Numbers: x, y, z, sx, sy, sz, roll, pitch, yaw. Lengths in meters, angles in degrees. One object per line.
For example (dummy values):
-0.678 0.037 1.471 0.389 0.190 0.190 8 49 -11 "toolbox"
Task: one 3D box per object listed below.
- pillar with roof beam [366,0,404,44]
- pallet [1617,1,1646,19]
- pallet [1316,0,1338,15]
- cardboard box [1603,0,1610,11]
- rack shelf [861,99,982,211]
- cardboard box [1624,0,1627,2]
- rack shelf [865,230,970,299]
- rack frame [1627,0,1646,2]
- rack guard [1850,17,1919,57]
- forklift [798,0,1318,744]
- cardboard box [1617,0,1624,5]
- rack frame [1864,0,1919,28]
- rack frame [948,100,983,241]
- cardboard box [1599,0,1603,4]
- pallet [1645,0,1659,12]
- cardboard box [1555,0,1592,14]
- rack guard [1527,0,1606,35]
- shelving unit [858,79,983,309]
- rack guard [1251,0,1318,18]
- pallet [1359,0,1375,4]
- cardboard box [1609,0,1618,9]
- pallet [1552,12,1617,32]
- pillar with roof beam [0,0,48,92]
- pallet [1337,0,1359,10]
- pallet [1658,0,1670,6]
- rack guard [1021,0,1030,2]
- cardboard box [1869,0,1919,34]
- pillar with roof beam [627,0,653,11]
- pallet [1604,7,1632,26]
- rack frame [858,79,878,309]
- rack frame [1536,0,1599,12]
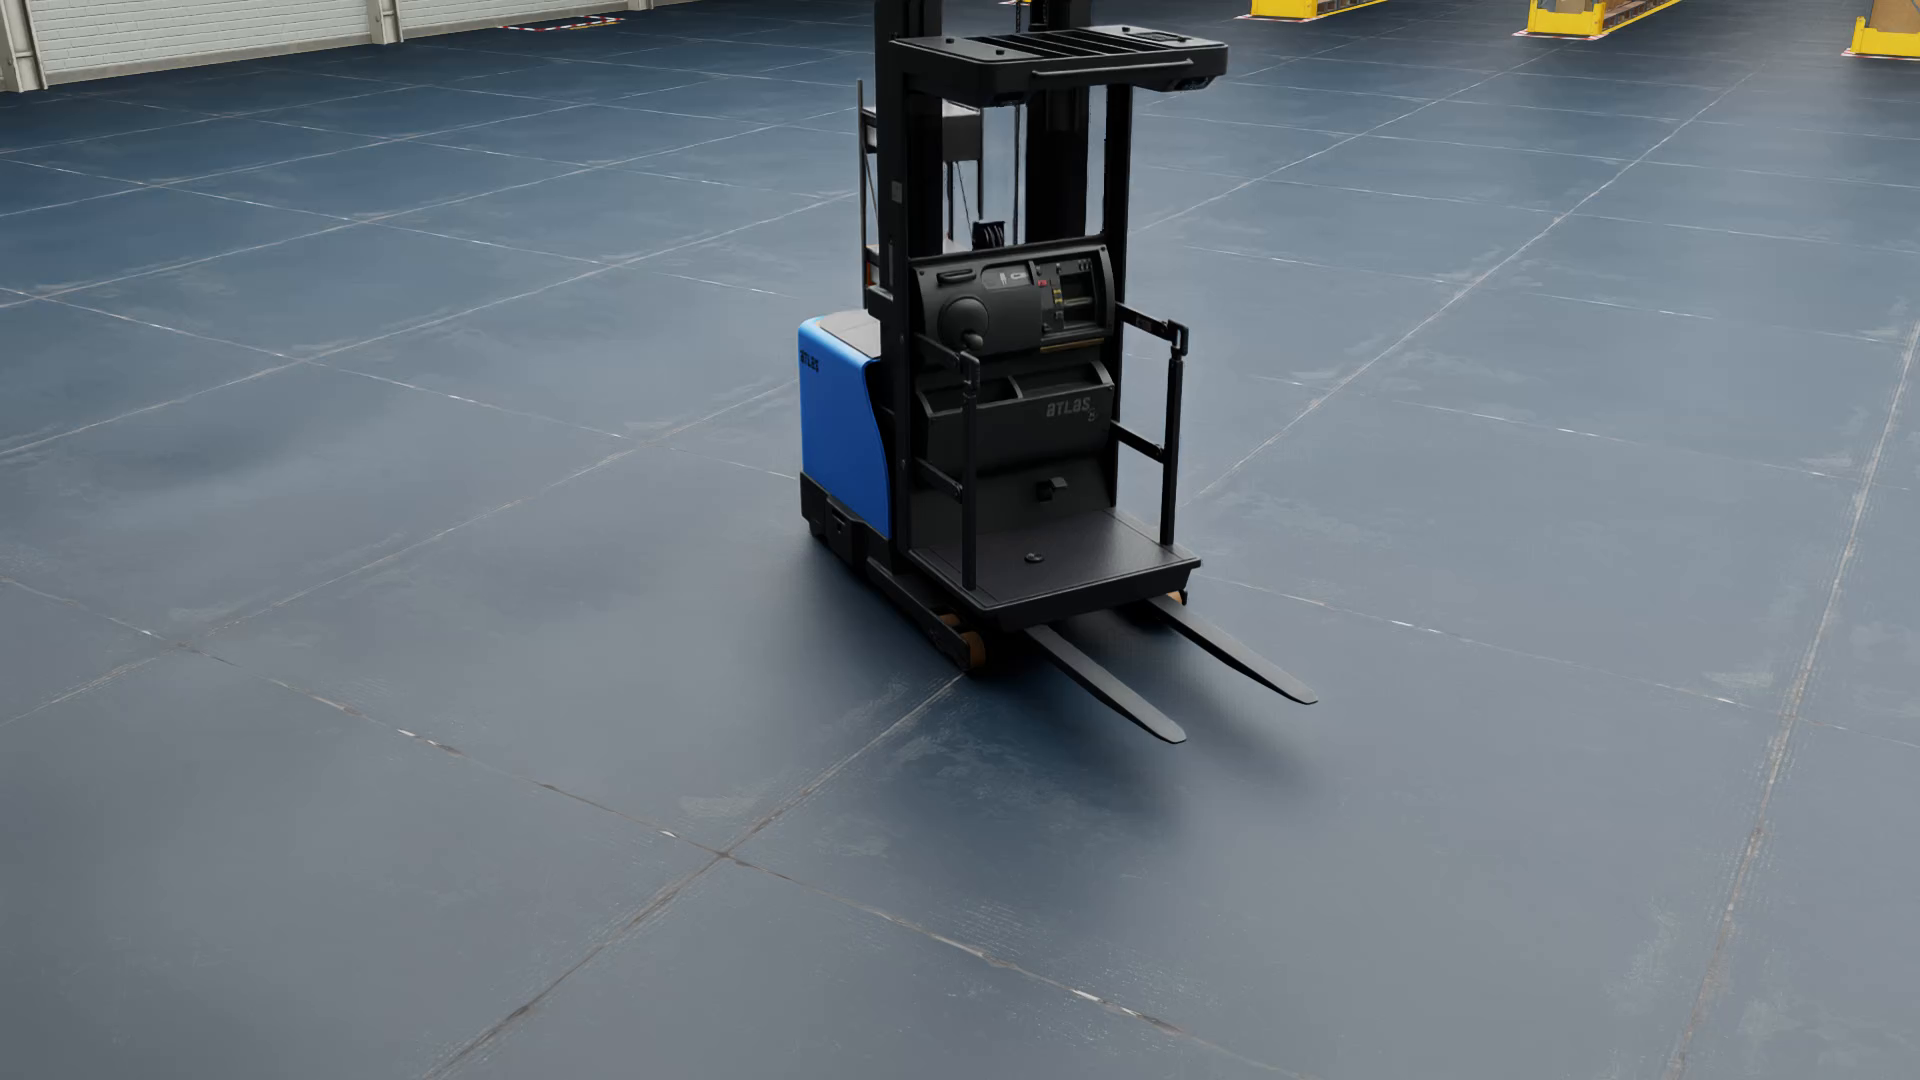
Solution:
-5.542 -11.223 22.848 9.100 9.000 0.400 14 27 29 "pillar with roof beam"
11.906 -9.727 30.453 1.003 0.211 1.213 14 27 29 "pallet"
6.346 -9.958 30.986 1.003 0.211 1.213 14 27 29 "pallet"
11.097 -9.560 29.175 0.500 0.500 0.500 17 29 34 "cardboard box"
-0.196 -1.920 8.315 0.480 0.518 0.431 -10 25 -23 "rack shelf"
11.986 -10.160 30.561 0.500 0.500 0.500 13 27 27 "cardboard box"
-0.196 -1.278 8.593 0.480 0.518 0.431 -10 25 -23 "rack shelf"
12.231 -11.241 30.440 1.000 3.000 0.127 14 27 29 "rack frame"
14.268 -7.662 25.320 1.175 0.500 0.348 14 27 29 "rack guard"
0.345 -1.000 6.870 1.130 2.935 3.031 -12 26 -26 "forklift"
11.690 -9.965 30.111 0.500 0.500 0.500 -18 29 -36 "cardboard box"
14.281 -8.817 24.842 1.000 3.000 0.127 14 27 29 "rack frame"
0.025 -1.331 8.682 0.015 2.100 0.400 -10 25 -23 "rack frame"
10.750 -9.353 28.696 0.500 0.500 0.500 -20 31 -39 "cardboard box"
12.640 -10.224 31.602 1.003 0.211 1.213 14 27 29 "pallet"
10.464 -9.144 28.214 0.500 0.500 0.500 20 30 38 "cardboard box"
10.161 -8.769 27.877 1.175 0.500 0.348 14 27 29 "rack guard"
-0.196 -1.290 8.588 0.503 2.100 0.431 -10 25 -23 "shelving unit"
5.913 -9.817 30.298 1.175 0.500 0.348 14 27 29 "rack guard"
7.633 -10.781 32.888 1.003 0.211 1.213 14 27 29 "pallet"
11.429 -9.739 29.589 0.500 0.500 0.500 11 26 24 "cardboard box"
10.619 -8.904 28.551 1.003 0.211 1.213 14 27 29 "pallet"
-8.707 -9.198 18.170 9.100 9.000 0.400 14 27 29 "pillar with roof beam"
6.990 -10.368 31.933 1.003 0.211 1.213 14 27 29 "pallet"
13.283 -10.638 32.557 1.003 0.211 1.213 14 27 29 "pallet"
1.694 -10.813 32.598 1.175 0.500 0.348 14 27 29 "rack guard"
14.583 -8.278 25.741 0.875 0.875 0.875 14 27 29 "cardboard box"
-2.377 -13.248 27.526 9.100 9.000 0.400 14 27 29 "pillar with roof beam"
11.264 -9.314 29.499 1.003 0.211 1.213 14 27 29 "pallet"
-0.418 -1.250 8.494 0.015 2.100 0.400 -10 25 -23 "rack frame"
10.121 -9.891 27.322 1.000 3.000 0.127 14 27 29 "rack frame"
